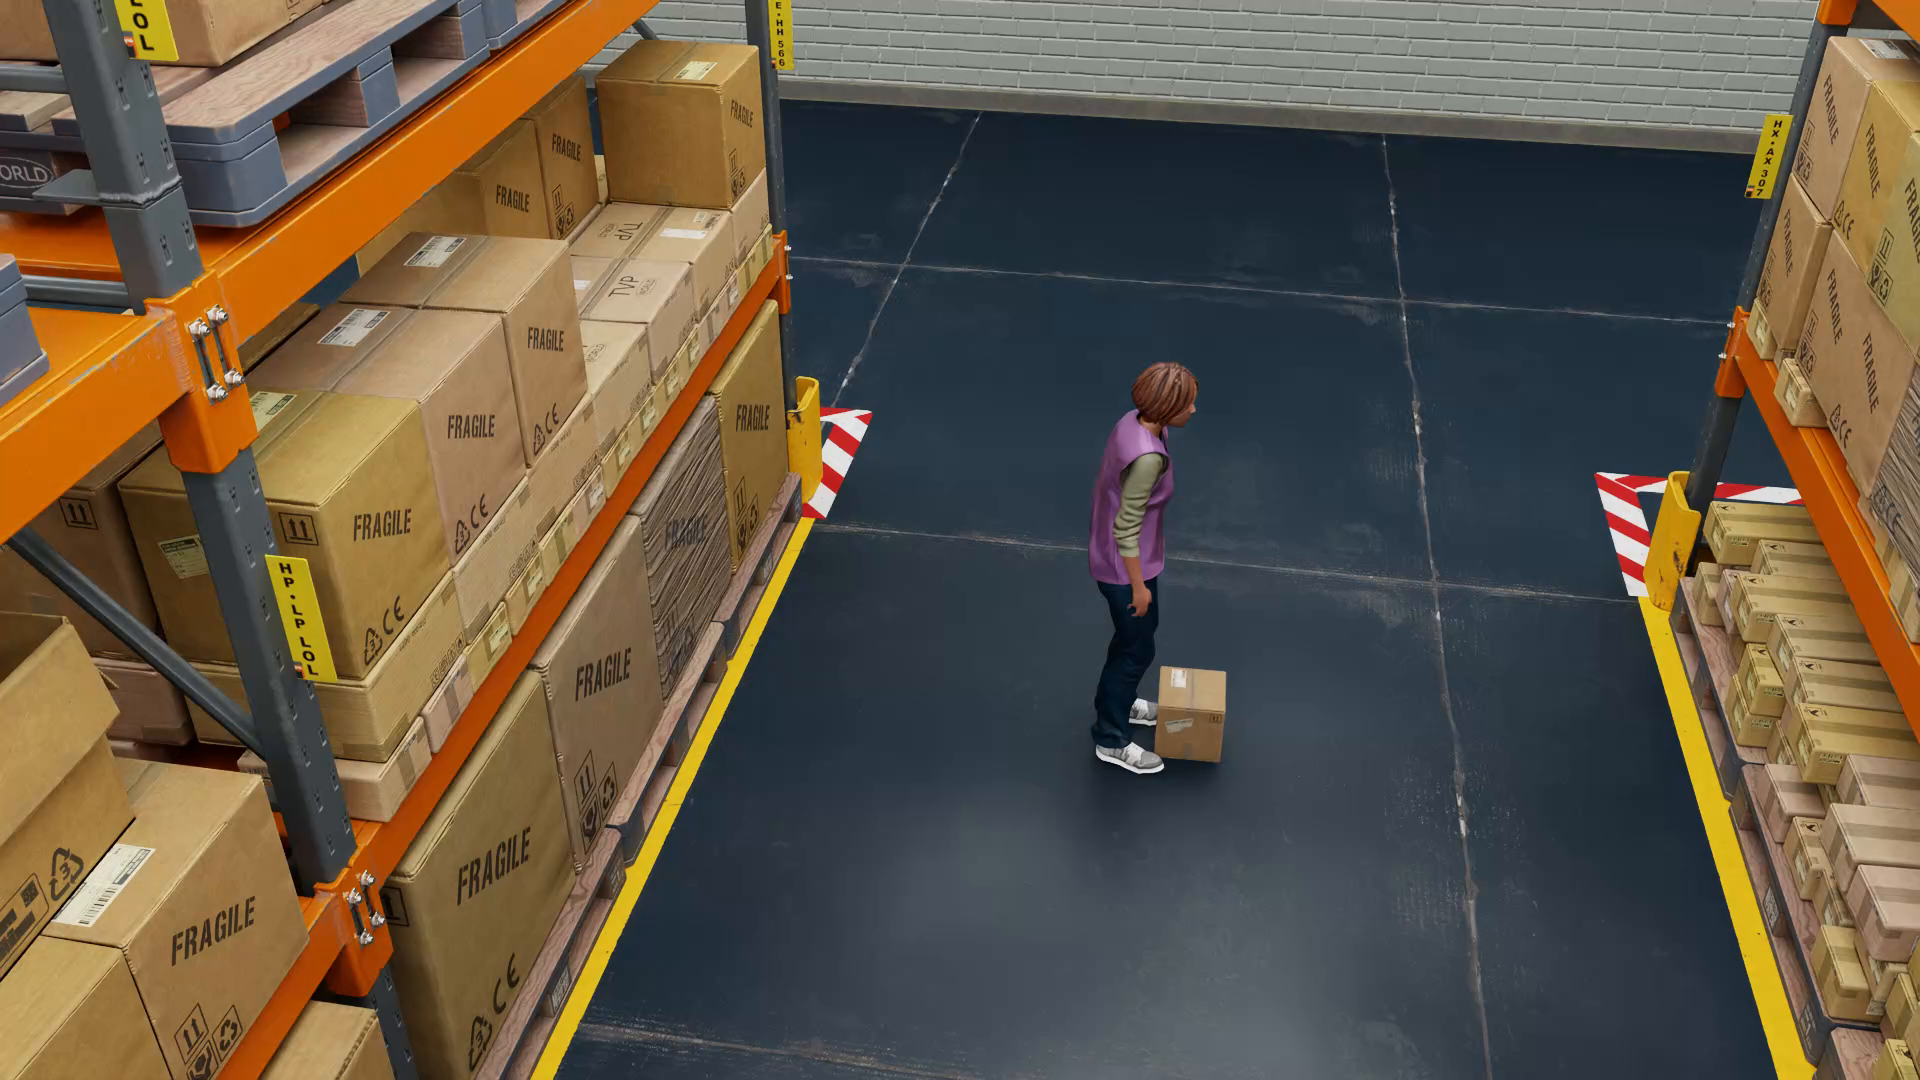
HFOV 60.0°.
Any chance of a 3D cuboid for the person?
[{"bbox_3d":[0.634,0.086,6.018,0.347,1.590,0.472,4,33,6],"label":"person"}]
